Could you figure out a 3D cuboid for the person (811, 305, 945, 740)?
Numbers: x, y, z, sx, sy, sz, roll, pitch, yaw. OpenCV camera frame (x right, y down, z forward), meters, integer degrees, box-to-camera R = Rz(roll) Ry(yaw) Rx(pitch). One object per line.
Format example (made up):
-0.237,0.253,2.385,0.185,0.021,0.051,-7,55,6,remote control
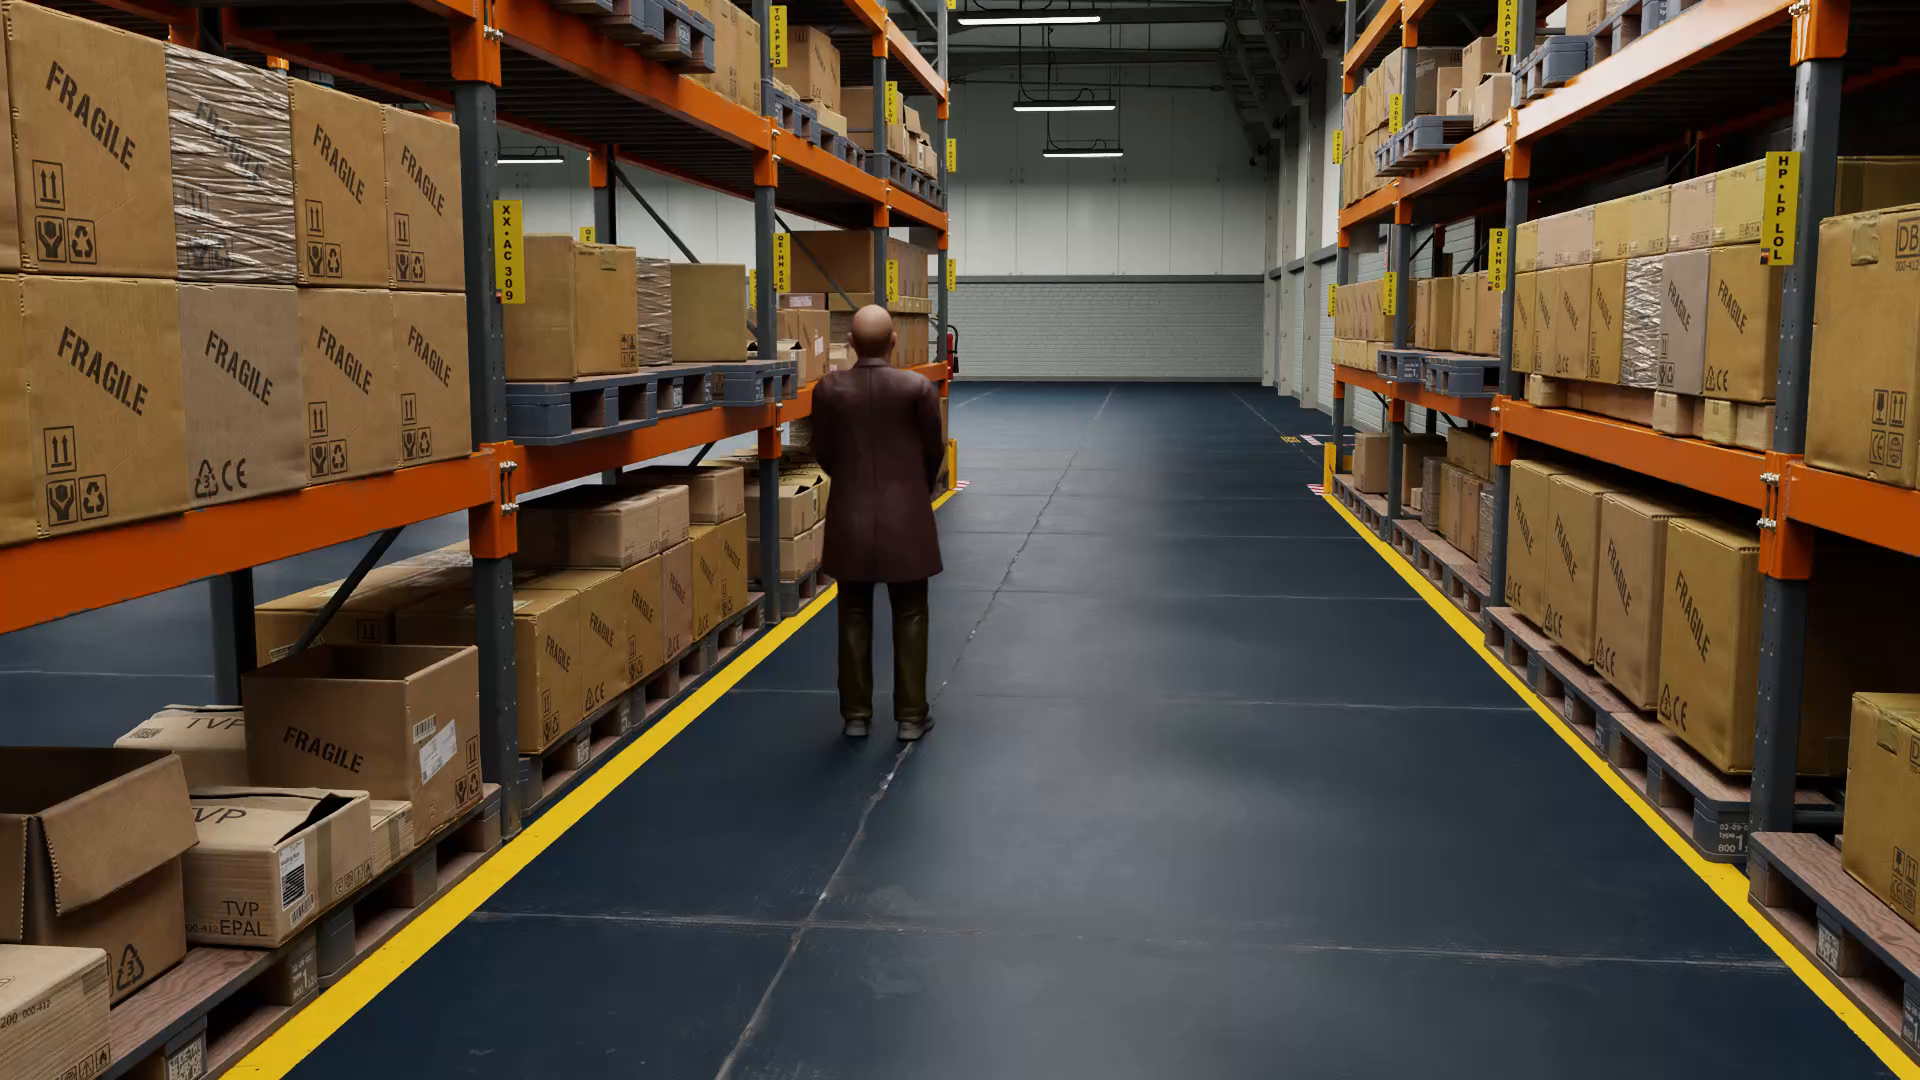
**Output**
-0.324,0.014,6.981,0.542,1.581,0.541,1,7,6,person
